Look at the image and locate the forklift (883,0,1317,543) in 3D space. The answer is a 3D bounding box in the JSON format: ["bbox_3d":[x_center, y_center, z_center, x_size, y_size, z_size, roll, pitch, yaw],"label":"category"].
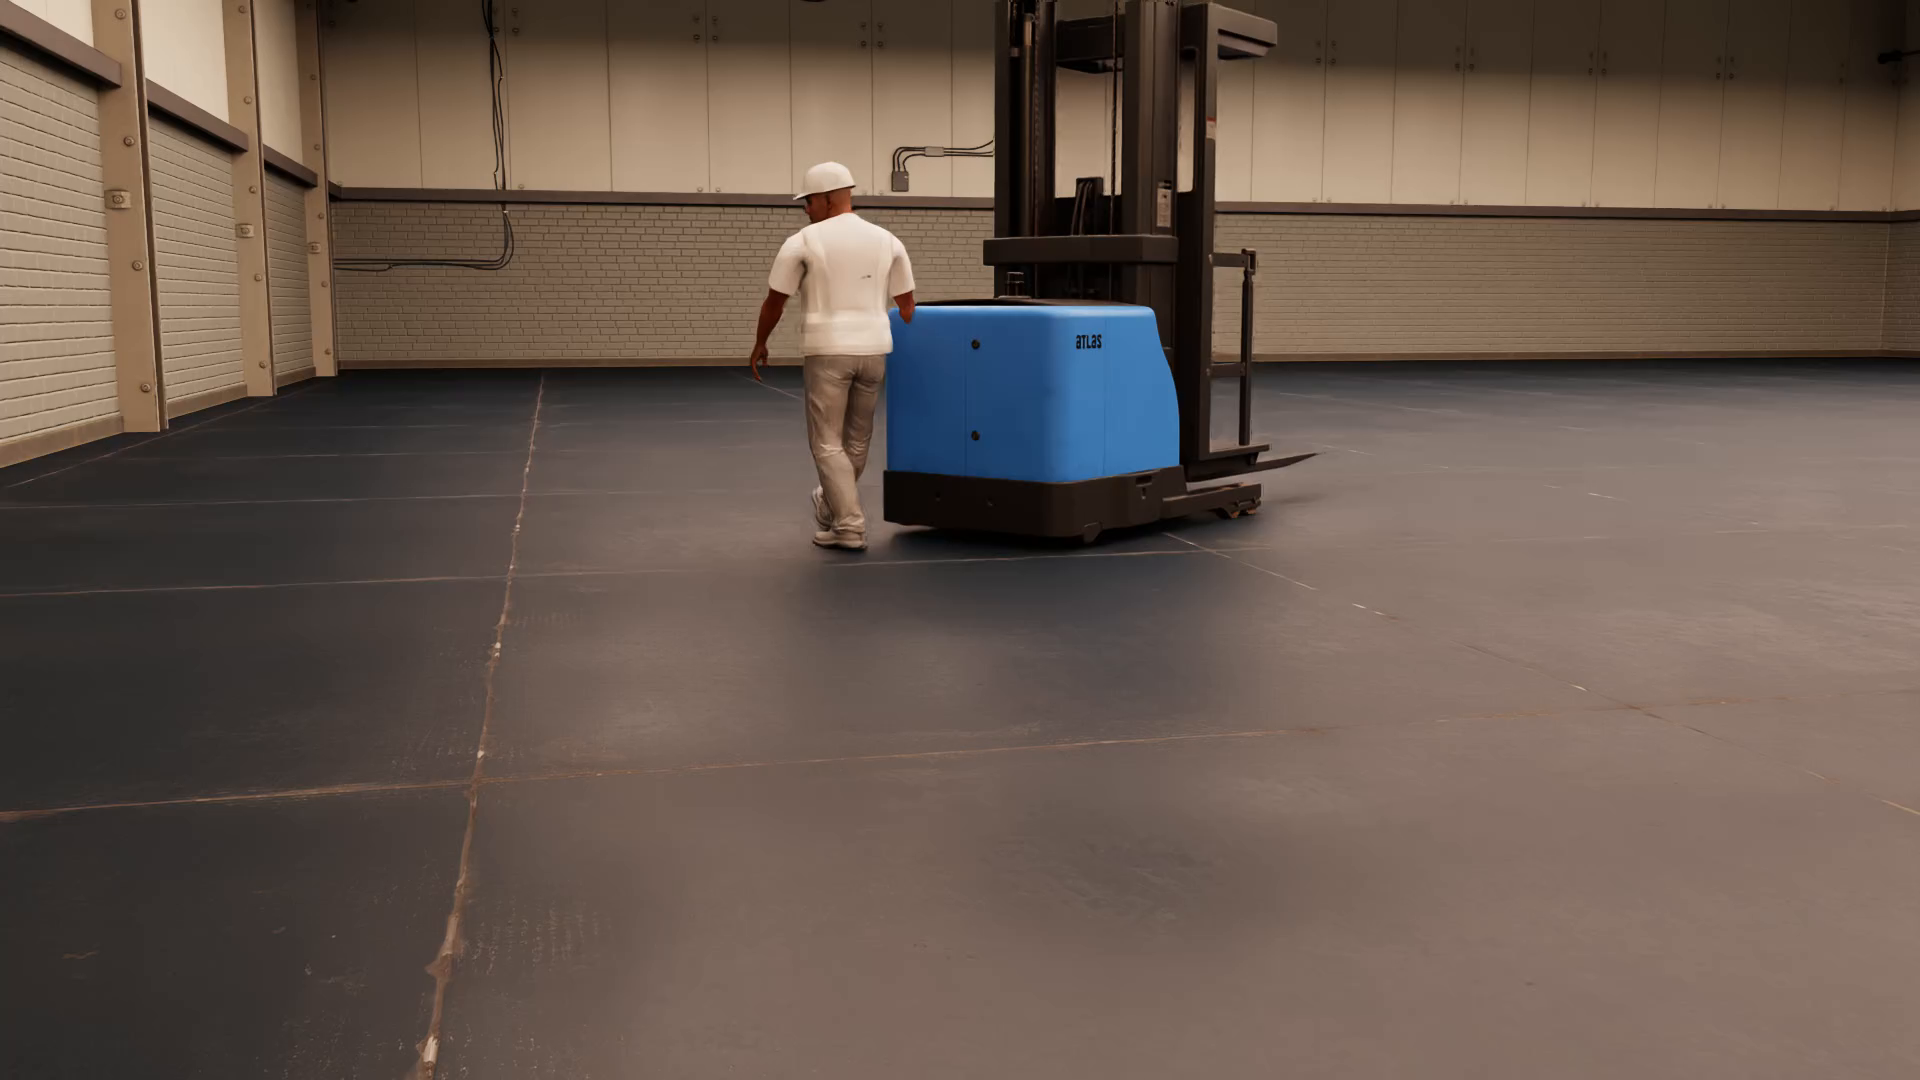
[{"bbox_3d":[0.918,-1.597,8.543,1.130,2.935,3.031,6,10,36],"label":"forklift"}]

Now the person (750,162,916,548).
[{"bbox_3d":[-0.563,-0.866,7.701,0.771,1.718,0.915,-4,9,-28],"label":"person"}]
